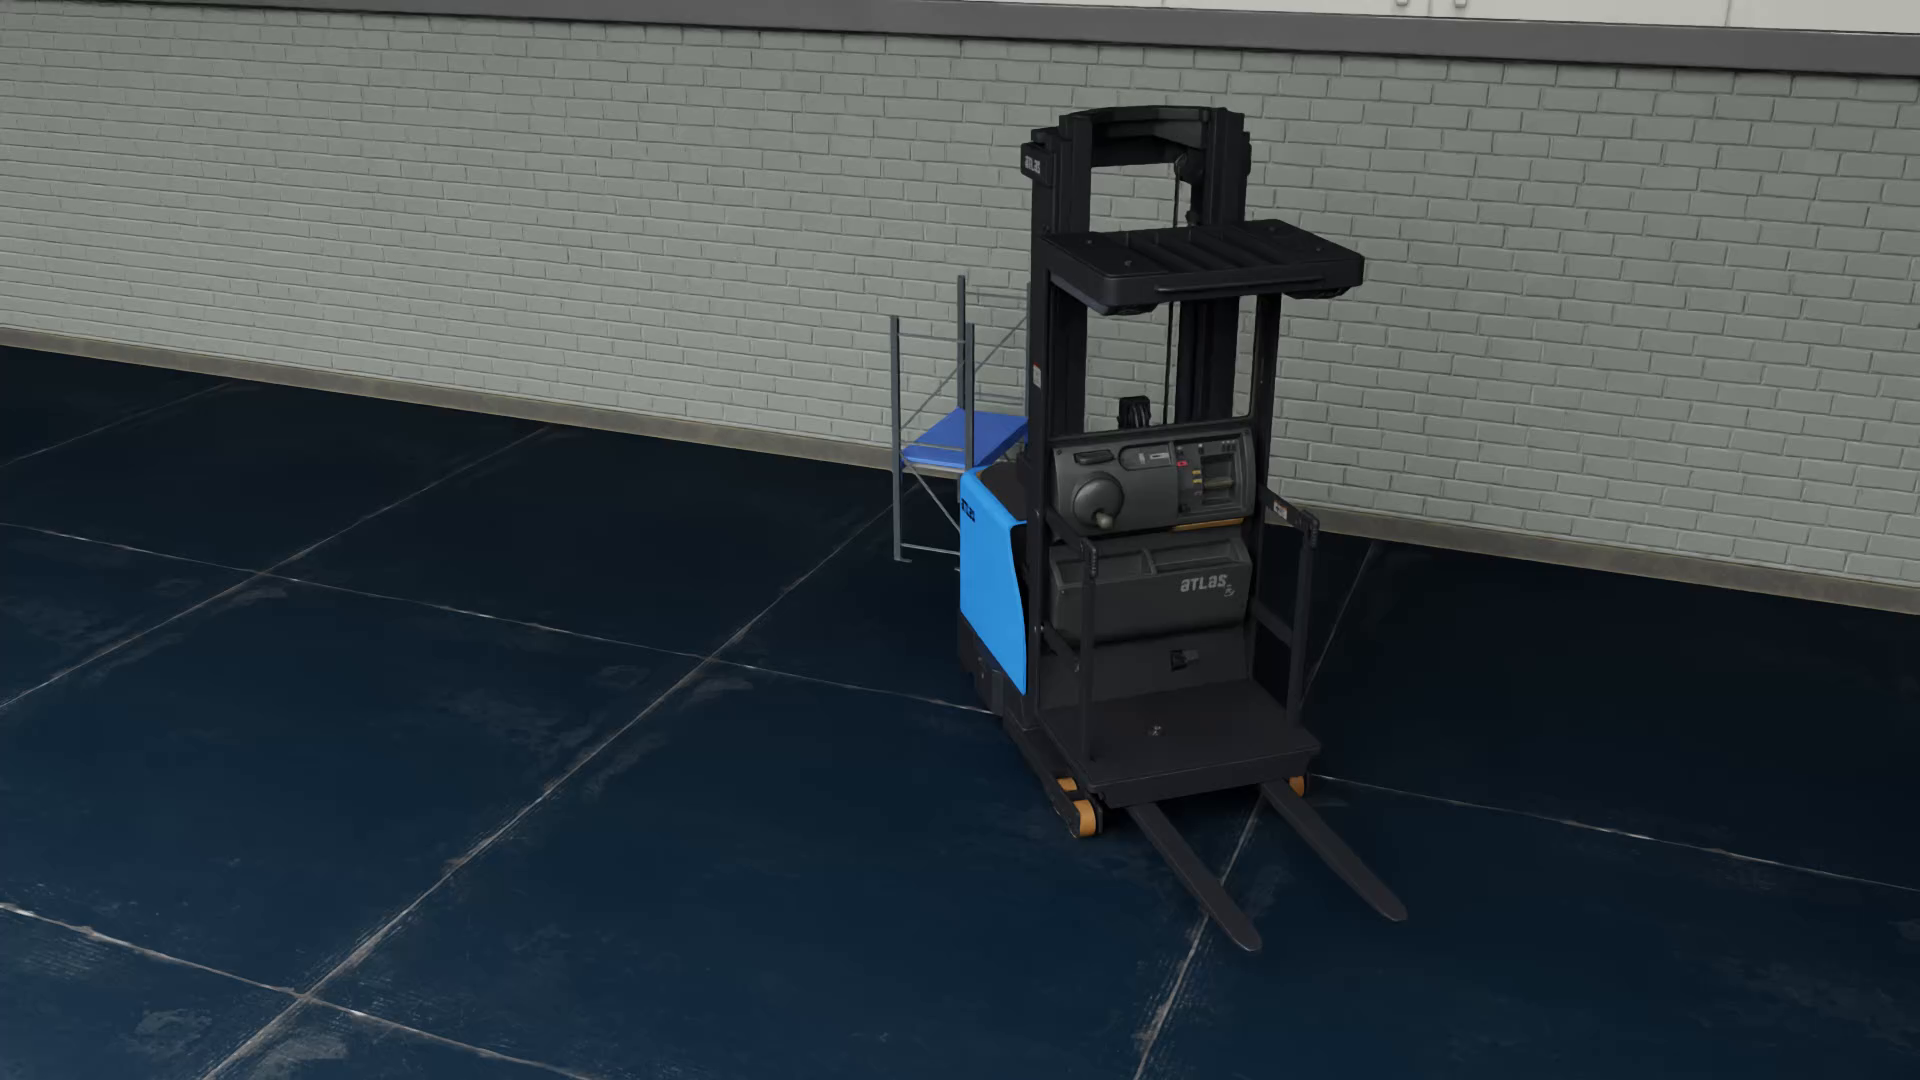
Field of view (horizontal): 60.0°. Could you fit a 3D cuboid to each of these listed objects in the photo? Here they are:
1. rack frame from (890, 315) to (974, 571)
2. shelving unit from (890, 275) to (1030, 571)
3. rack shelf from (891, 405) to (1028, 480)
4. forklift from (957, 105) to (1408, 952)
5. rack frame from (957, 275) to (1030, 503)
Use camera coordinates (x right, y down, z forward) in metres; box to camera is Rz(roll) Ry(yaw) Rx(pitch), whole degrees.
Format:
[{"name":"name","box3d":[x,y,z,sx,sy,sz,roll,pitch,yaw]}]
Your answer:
[{"name":"rack frame","box3d":[-0.157,-0.541,9.599,0.500,1.500,0.032,9,24,20]},{"name":"shelving unit","box3d":[0.032,-0.723,10.034,0.538,1.500,1.048,9,24,20]},{"name":"rack shelf","box3d":[0.032,-0.557,10.103,0.538,0.185,1.000,9,24,20]},{"name":"forklift","box3d":[0.915,-0.240,7.021,1.130,2.935,3.031,-7,24,-16]},{"name":"rack frame","box3d":[0.220,-0.904,10.470,0.500,1.500,0.032,9,24,20]}]
